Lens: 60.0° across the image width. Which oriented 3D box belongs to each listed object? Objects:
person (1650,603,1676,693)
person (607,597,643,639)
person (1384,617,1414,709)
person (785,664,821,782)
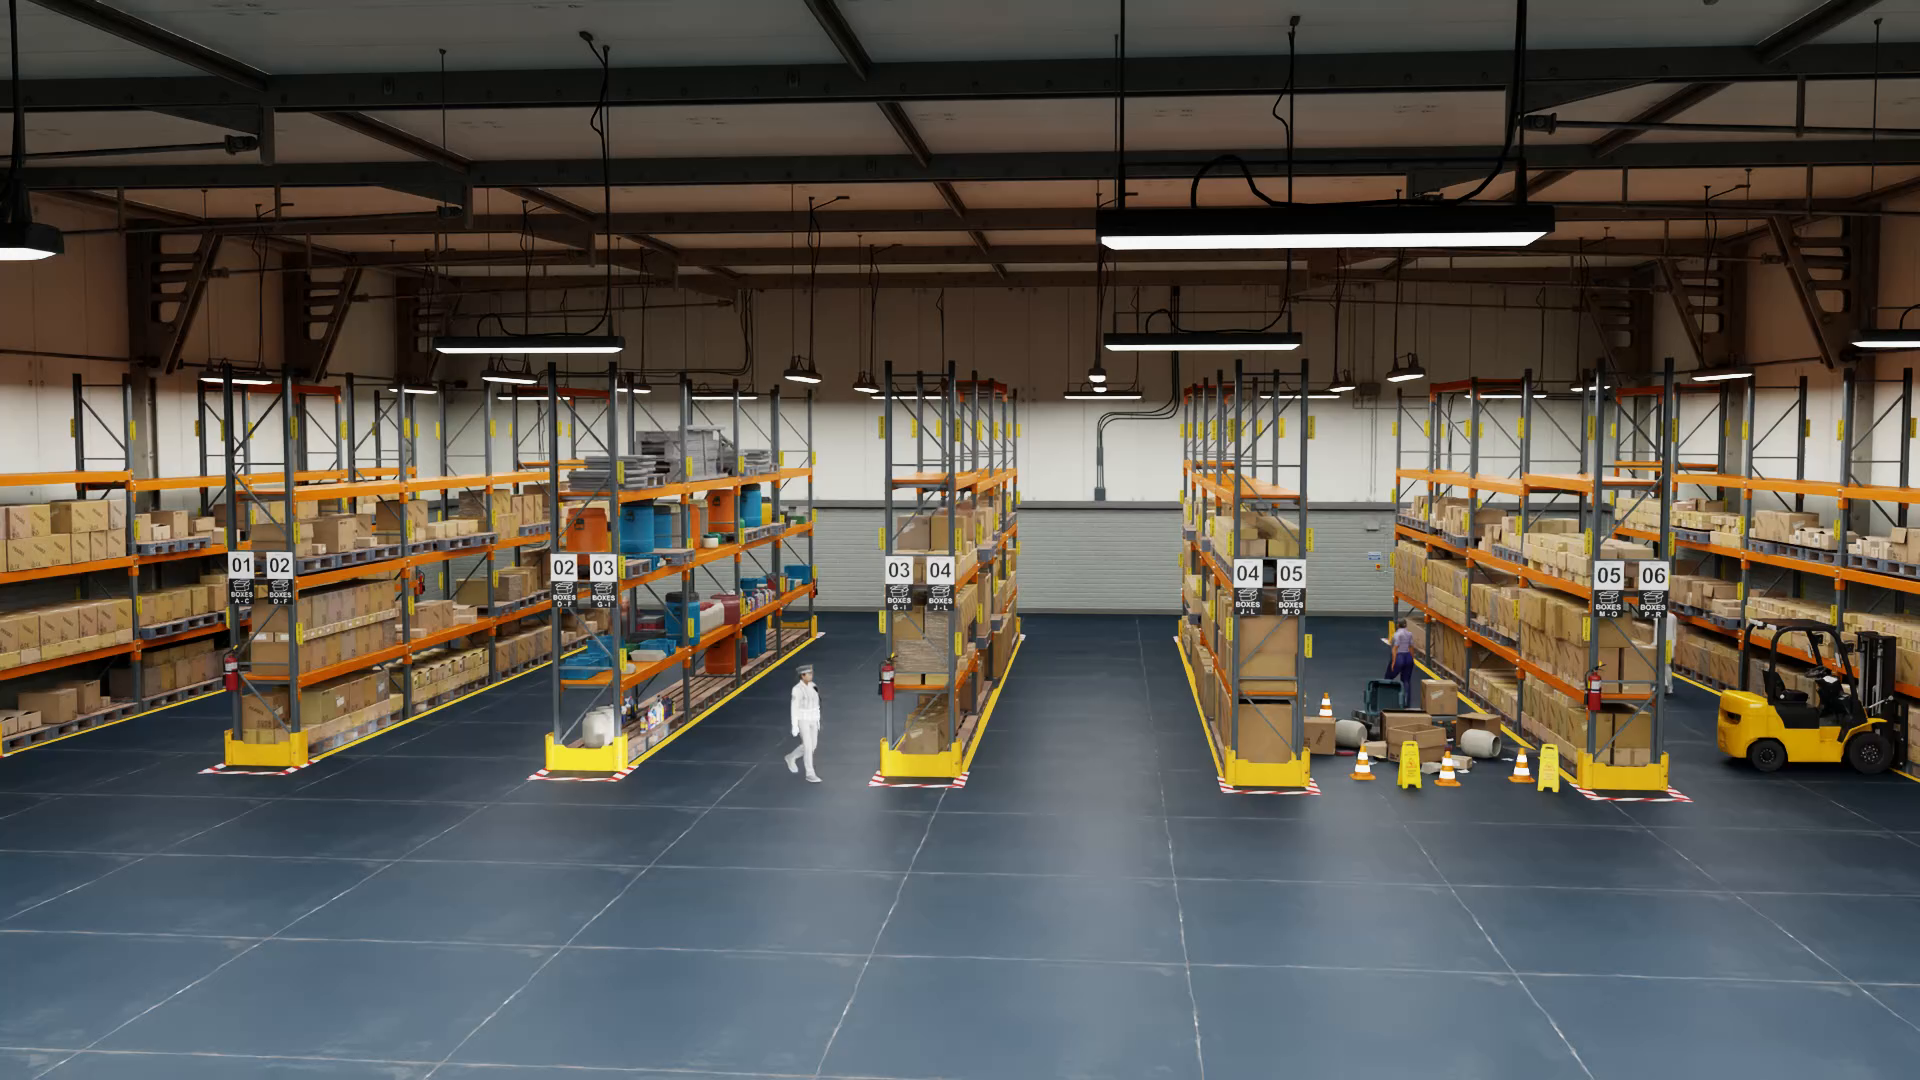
[{"bbox_3d":[13.414,2.023,31.704,0.622,1.775,0.489,-2,4,-26],"label":"person"},{"bbox_3d":[-6.699,1.970,33.444,0.692,1.686,0.668,1,4,13],"label":"person"},{"bbox_3d":[7.932,2.230,29.945,0.529,1.683,0.392,-2,4,-25],"label":"person"},{"bbox_3d":[-2.224,2.593,23.854,0.802,1.650,0.533,3,5,37],"label":"person"}]
